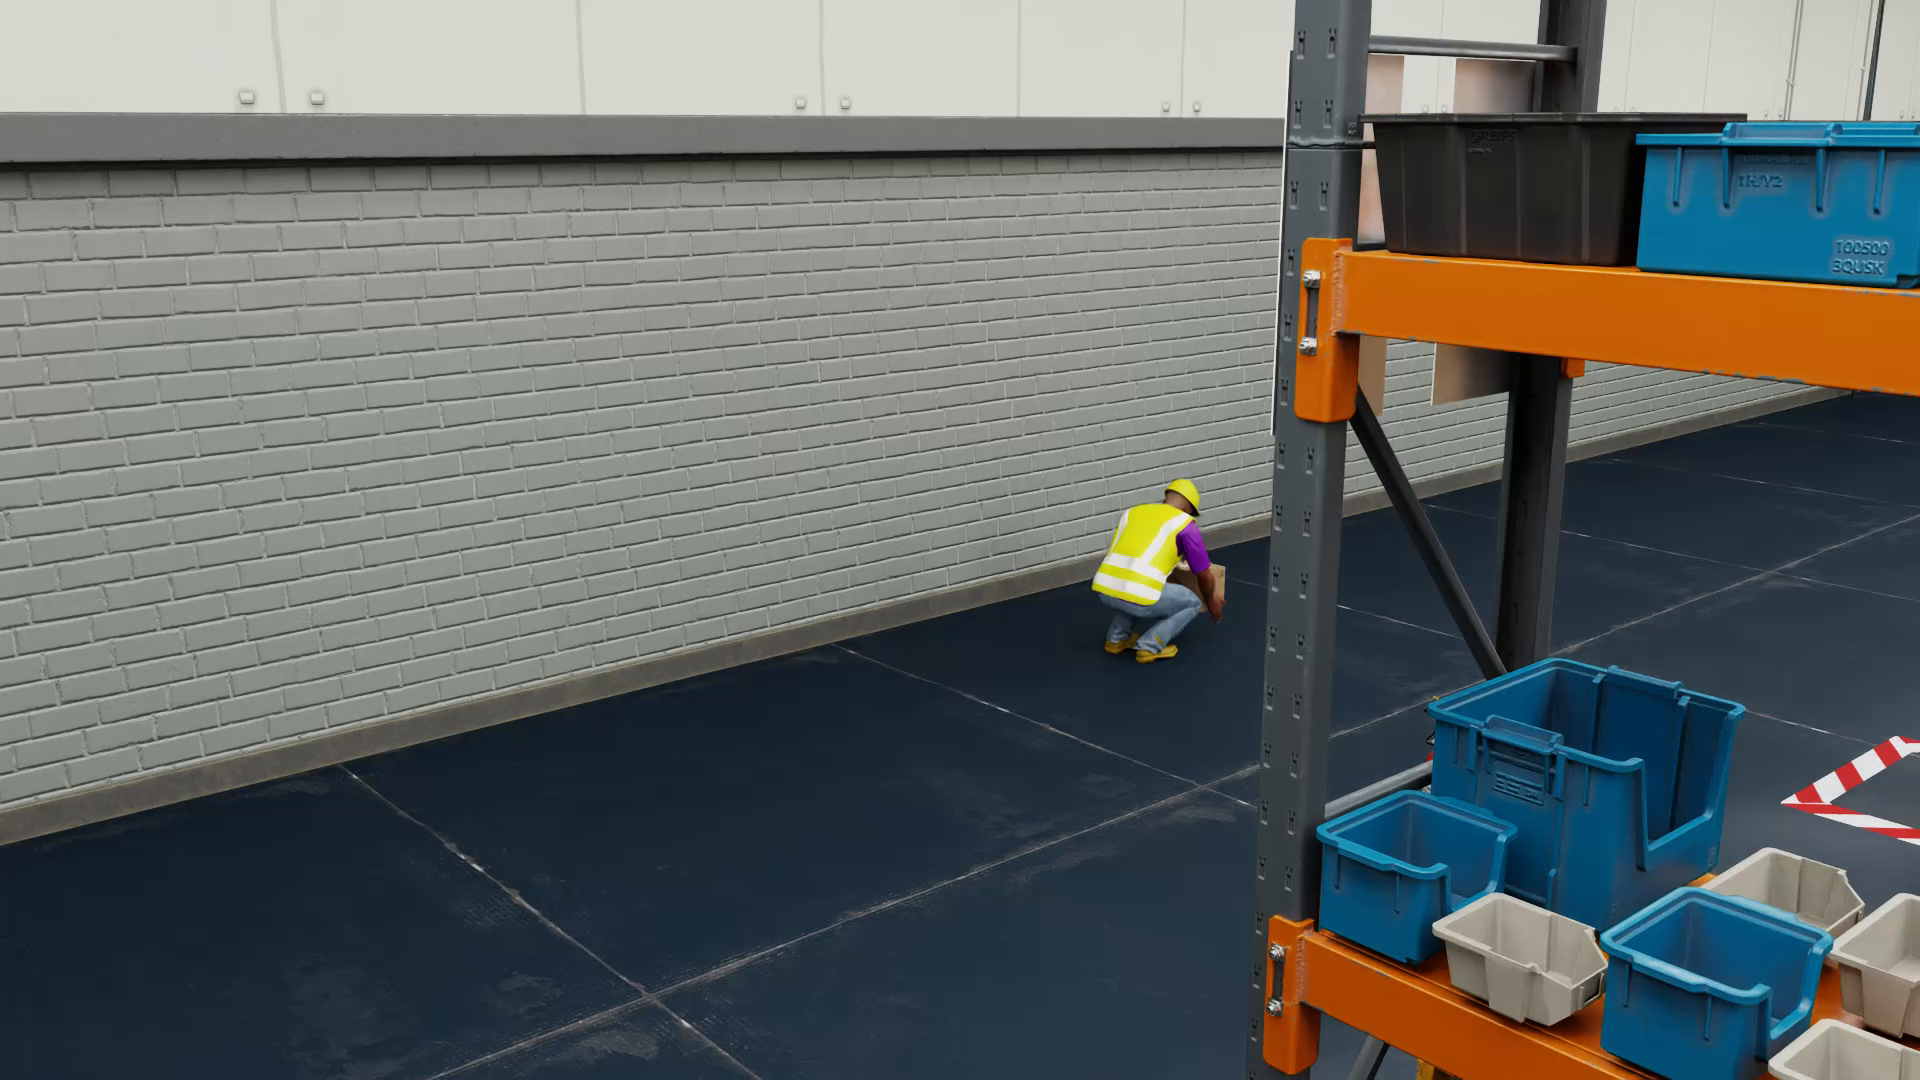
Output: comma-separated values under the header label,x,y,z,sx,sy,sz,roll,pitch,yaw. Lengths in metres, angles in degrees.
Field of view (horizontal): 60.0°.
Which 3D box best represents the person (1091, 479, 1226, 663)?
label,x,y,z,sx,sy,sz,roll,pitch,yaw
person,1.170,0.166,9.890,0.897,1.000,0.572,-12,18,-40
